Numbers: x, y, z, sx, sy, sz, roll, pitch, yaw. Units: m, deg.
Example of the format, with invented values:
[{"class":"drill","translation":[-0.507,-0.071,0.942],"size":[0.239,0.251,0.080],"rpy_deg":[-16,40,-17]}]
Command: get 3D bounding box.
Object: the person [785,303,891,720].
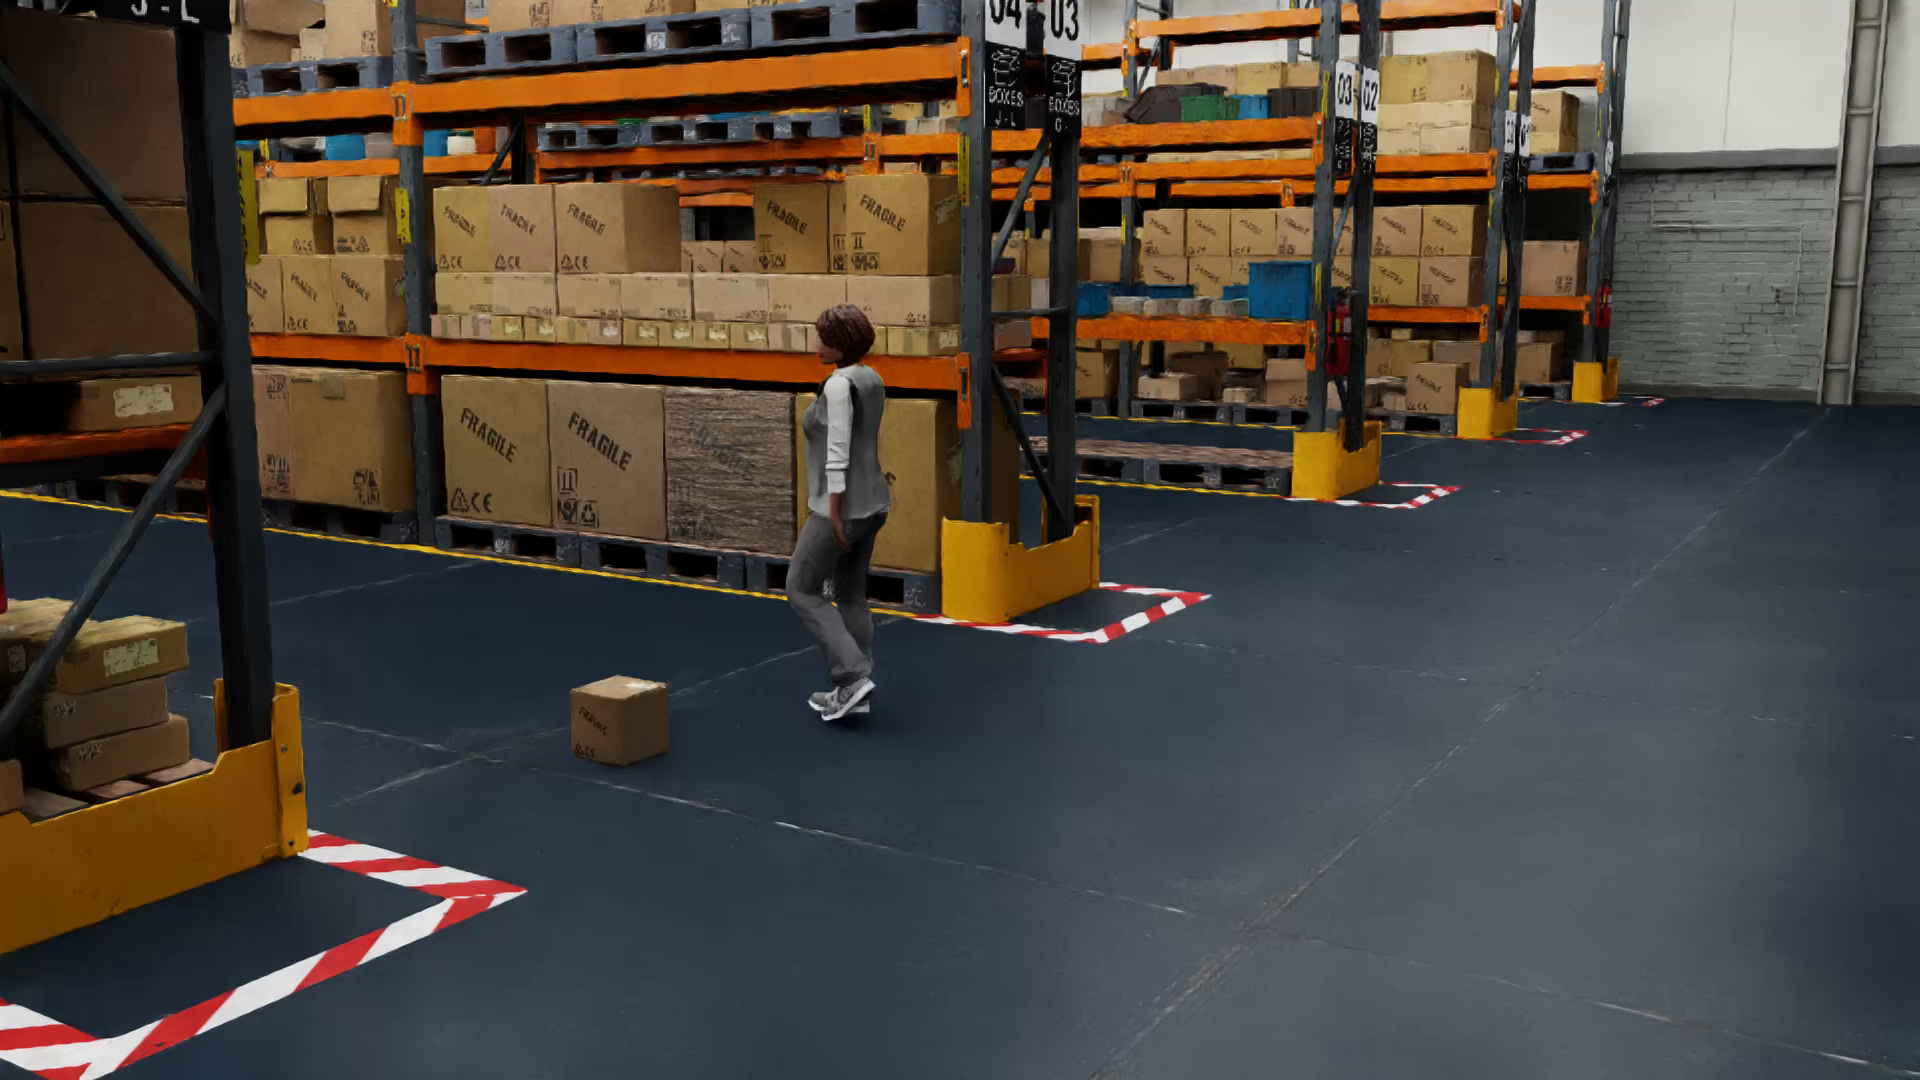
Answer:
[{"class":"person","translation":[-0.463,-0.095,6.354],"size":[0.376,1.605,0.431],"rpy_deg":[4,10,22]}]
